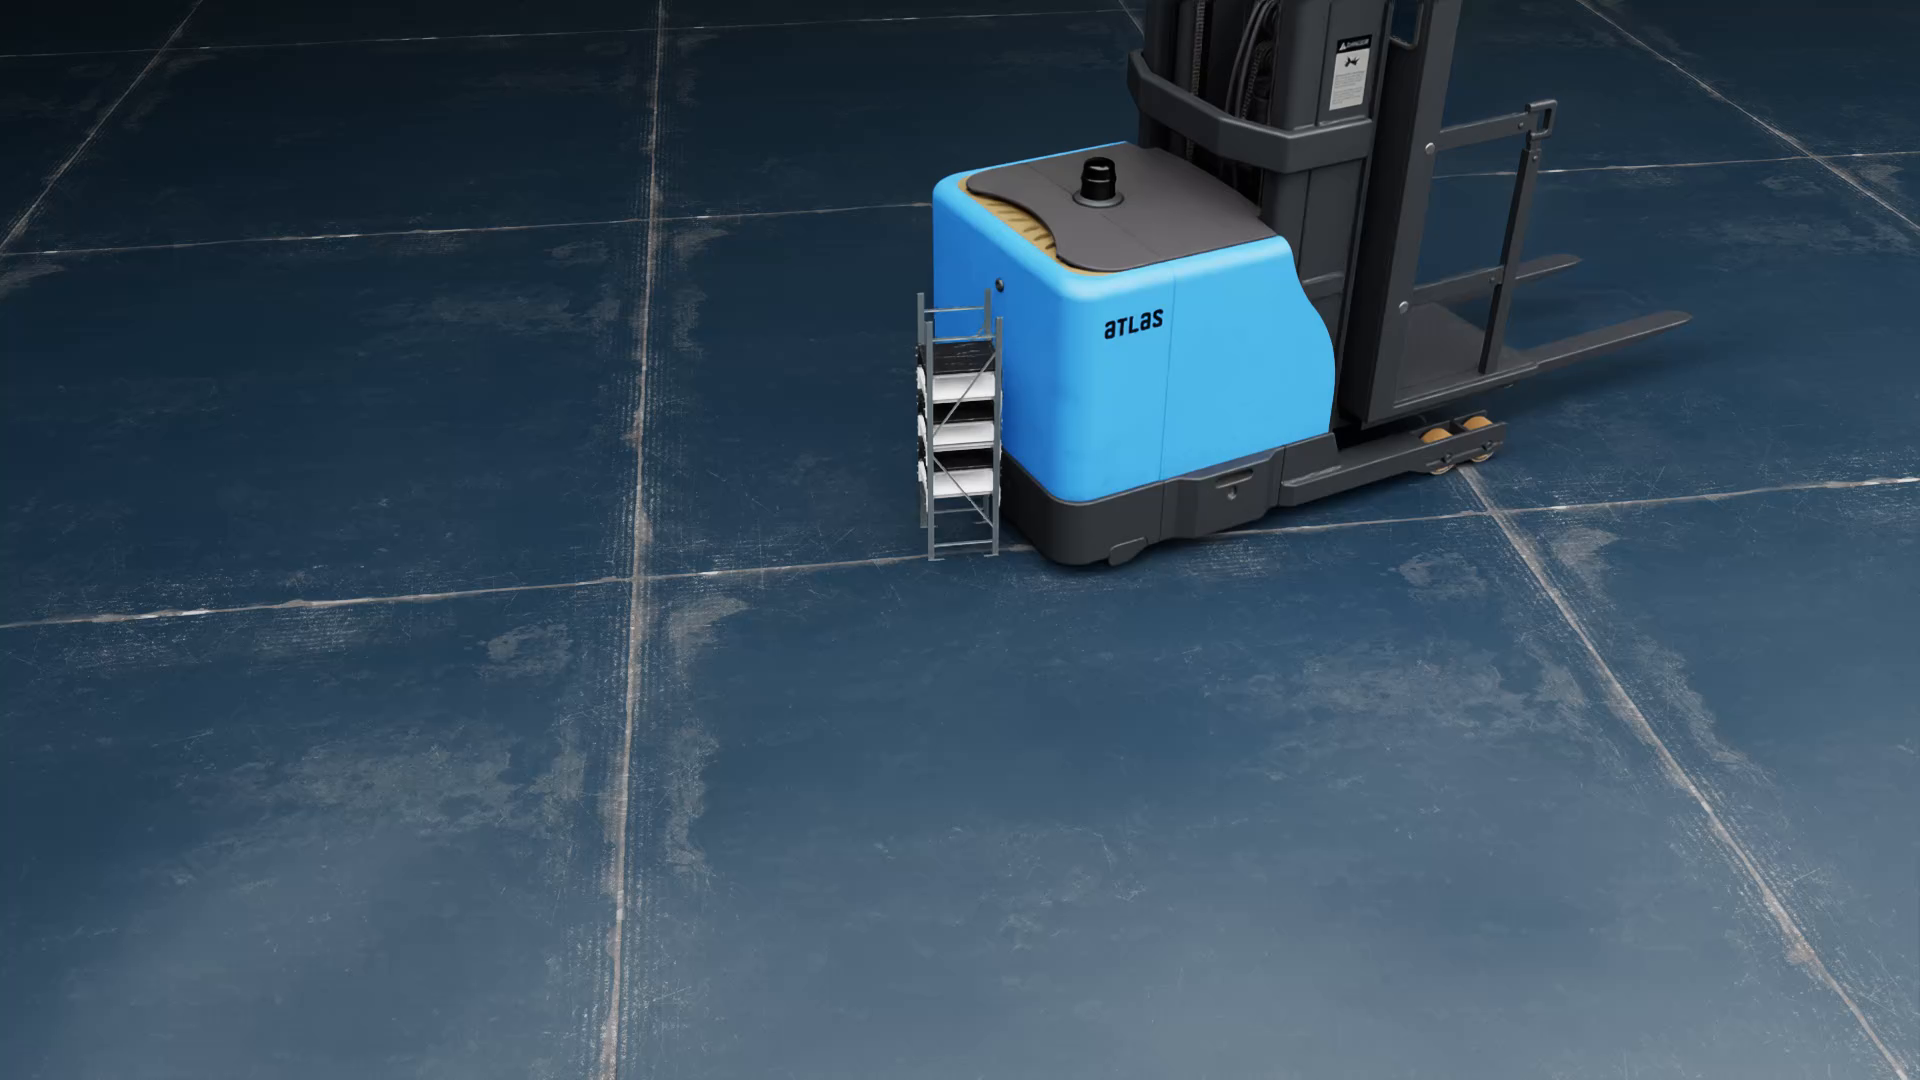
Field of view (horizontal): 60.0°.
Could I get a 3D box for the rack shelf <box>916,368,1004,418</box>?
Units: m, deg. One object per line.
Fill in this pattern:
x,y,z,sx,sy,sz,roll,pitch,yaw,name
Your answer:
-0.003,-0.488,5.405,0.258,0.077,0.200,-5,34,-7,rack shelf

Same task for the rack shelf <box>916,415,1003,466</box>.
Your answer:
-0.003,-0.339,5.506,0.258,0.077,0.200,-5,34,-7,rack shelf

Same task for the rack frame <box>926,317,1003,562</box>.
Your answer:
0.012,-0.310,5.404,0.240,0.900,0.006,-5,34,-7,rack frame

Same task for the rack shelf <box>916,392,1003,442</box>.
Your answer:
-0.003,-0.413,5.456,0.258,0.077,0.200,-5,34,-7,rack shelf

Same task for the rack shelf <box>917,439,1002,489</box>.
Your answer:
-0.004,-0.264,5.557,0.258,0.077,0.200,-5,34,-7,rack shelf

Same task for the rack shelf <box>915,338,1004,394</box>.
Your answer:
-0.003,-0.562,5.355,0.258,0.077,0.200,-5,34,-7,rack shelf

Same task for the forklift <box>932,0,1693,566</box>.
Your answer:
1.442,-1.699,5.641,3.031,2.935,1.130,-16,37,-22,forklift

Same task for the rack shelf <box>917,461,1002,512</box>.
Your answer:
-0.004,-0.190,5.607,0.258,0.077,0.200,-5,34,-7,rack shelf

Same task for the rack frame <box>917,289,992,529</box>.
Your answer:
-0.019,-0.423,5.571,0.240,0.900,0.006,-5,34,-7,rack frame

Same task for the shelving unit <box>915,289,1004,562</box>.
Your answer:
-0.003,-0.366,5.488,0.258,0.900,0.210,-5,34,-7,shelving unit
